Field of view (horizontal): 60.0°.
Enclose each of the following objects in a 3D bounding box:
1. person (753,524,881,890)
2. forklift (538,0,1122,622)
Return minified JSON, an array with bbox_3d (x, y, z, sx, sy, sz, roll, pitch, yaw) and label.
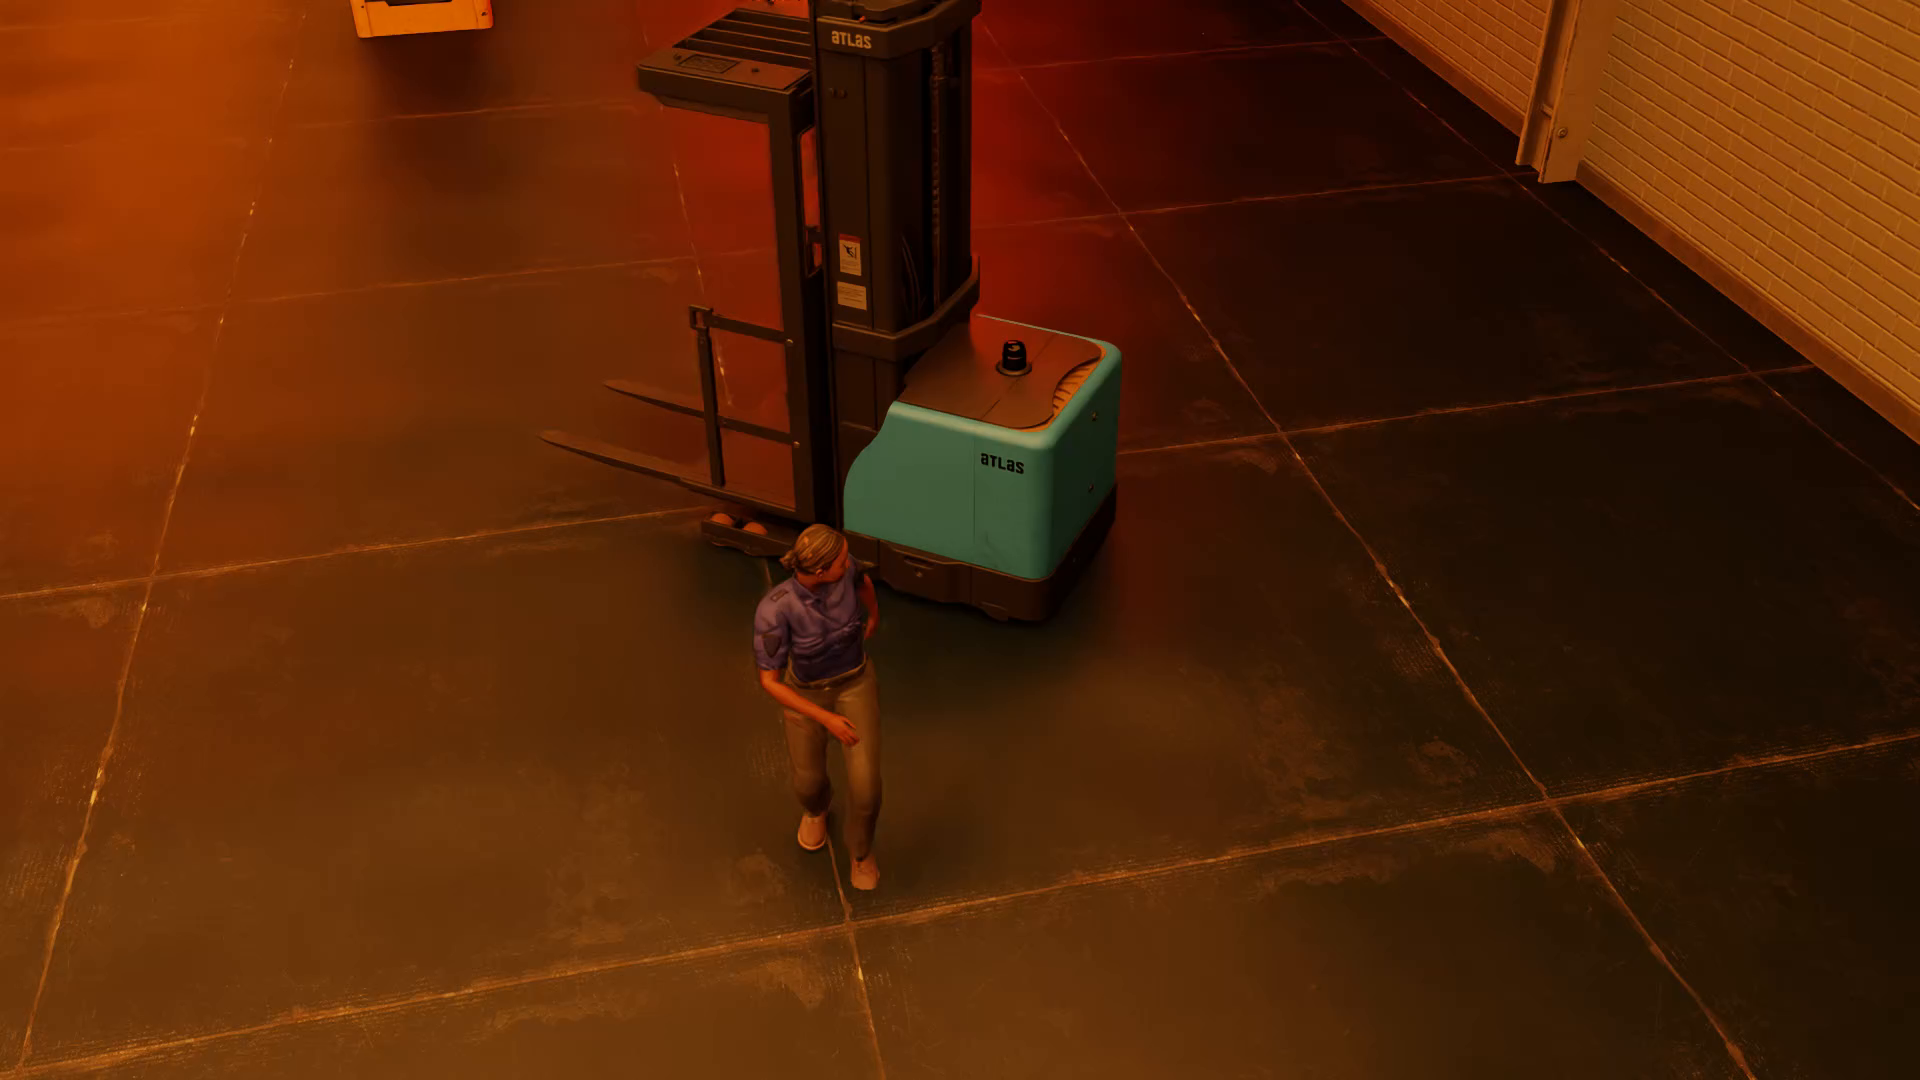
[{"bbox_3d":[-0.511,0.608,6.405,0.542,1.658,0.744,-9,37,-12],"label":"person"},{"bbox_3d":[-0.760,-1.373,7.957,3.031,2.935,1.130,15,38,20],"label":"forklift"}]
